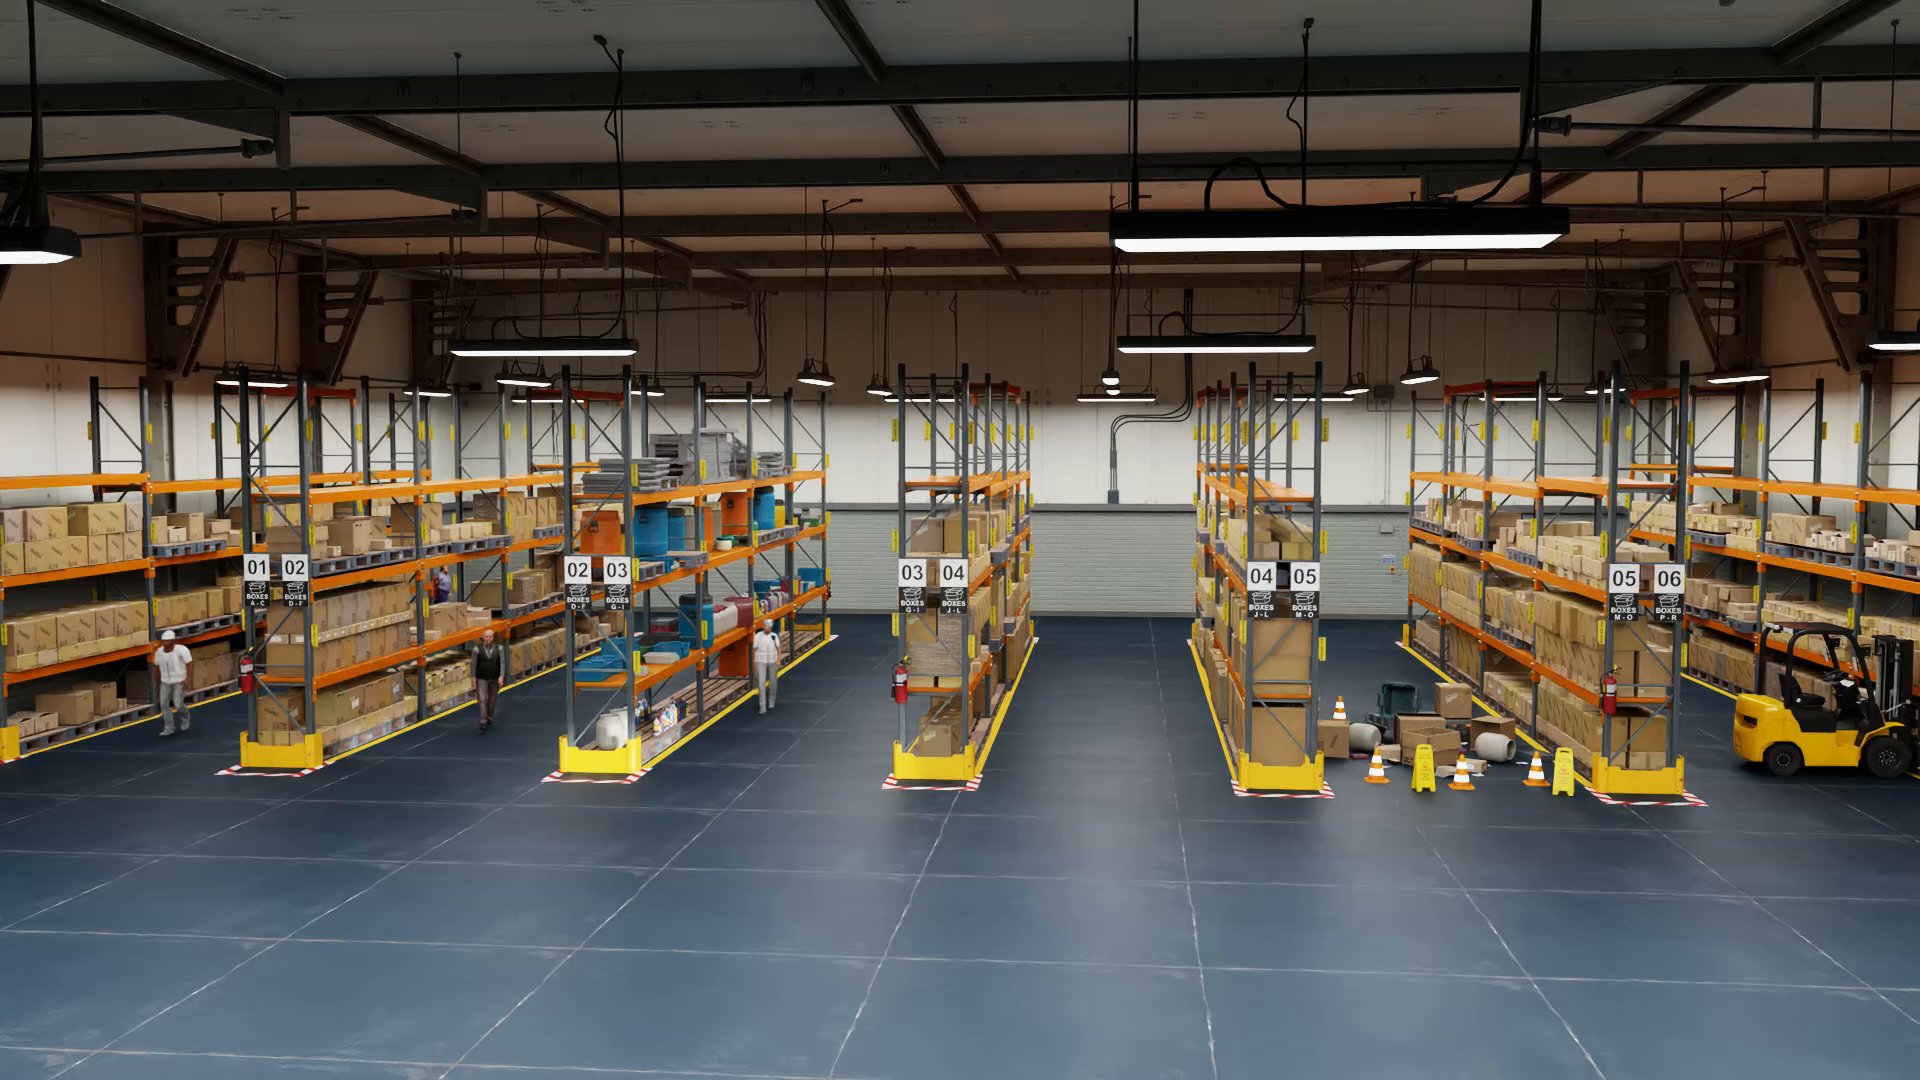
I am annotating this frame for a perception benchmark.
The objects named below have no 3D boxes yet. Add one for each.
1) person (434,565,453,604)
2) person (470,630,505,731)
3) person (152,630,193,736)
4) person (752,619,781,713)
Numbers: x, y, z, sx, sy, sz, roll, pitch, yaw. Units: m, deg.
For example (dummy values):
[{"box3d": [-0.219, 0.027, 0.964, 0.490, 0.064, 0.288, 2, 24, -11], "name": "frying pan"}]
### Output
[{"box3d": [-13.353, 1.421, 43.092, 0.903, 1.598, 0.475, 0, 4, -4], "name": "person"}, {"box3d": [-7.936, 2.342, 28.016, 0.555, 1.664, 1.022, -2, 4, -28], "name": "person"}, {"box3d": [-13.107, 2.359, 27.737, 0.672, 1.746, 0.619, 0, 4, 3], "name": "person"}, {"box3d": [-3.473, 2.271, 30.121, 0.509, 1.651, 0.746, -1, 4, -18], "name": "person"}]
